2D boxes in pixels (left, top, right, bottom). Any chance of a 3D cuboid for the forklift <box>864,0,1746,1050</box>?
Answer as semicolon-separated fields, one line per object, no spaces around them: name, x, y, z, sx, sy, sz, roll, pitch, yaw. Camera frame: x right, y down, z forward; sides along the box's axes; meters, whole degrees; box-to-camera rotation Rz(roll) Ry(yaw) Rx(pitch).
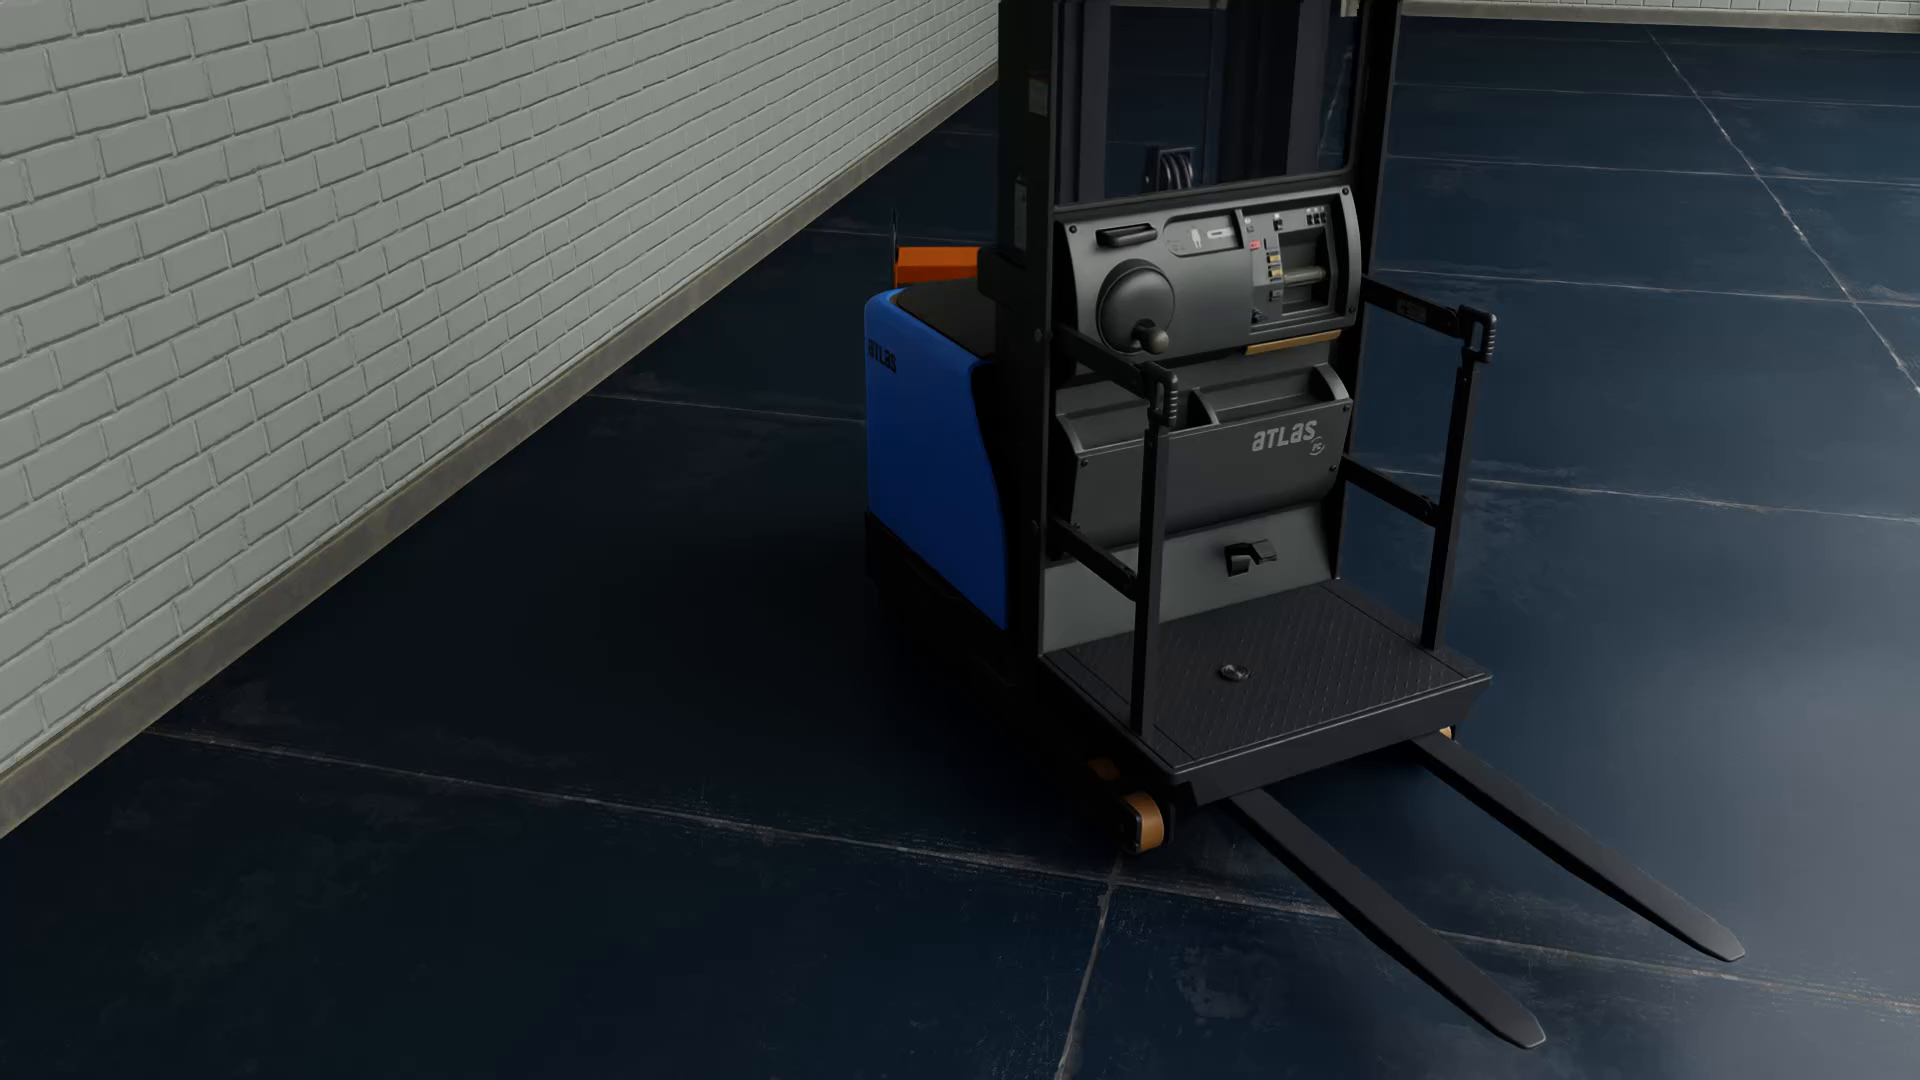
forklift;0.792;-0.698;4.307;1.130;2.935;3.031;-12;28;-24

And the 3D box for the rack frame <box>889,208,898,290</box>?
rack frame;-0.236;-0.597;6.108;0.015;1.200;0.240;0;25;0

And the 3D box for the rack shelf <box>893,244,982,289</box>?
rack shelf;0.008;-0.951;5.938;0.480;0.148;0.258;0;25;0

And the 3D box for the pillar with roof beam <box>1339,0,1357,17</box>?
pillar with roof beam;3.361;-8.111;12.819;0.400;9.000;9.100;6;26;13

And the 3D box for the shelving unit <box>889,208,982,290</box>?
shelving unit;0.008;-0.596;6.107;0.503;1.200;0.258;0;25;0
